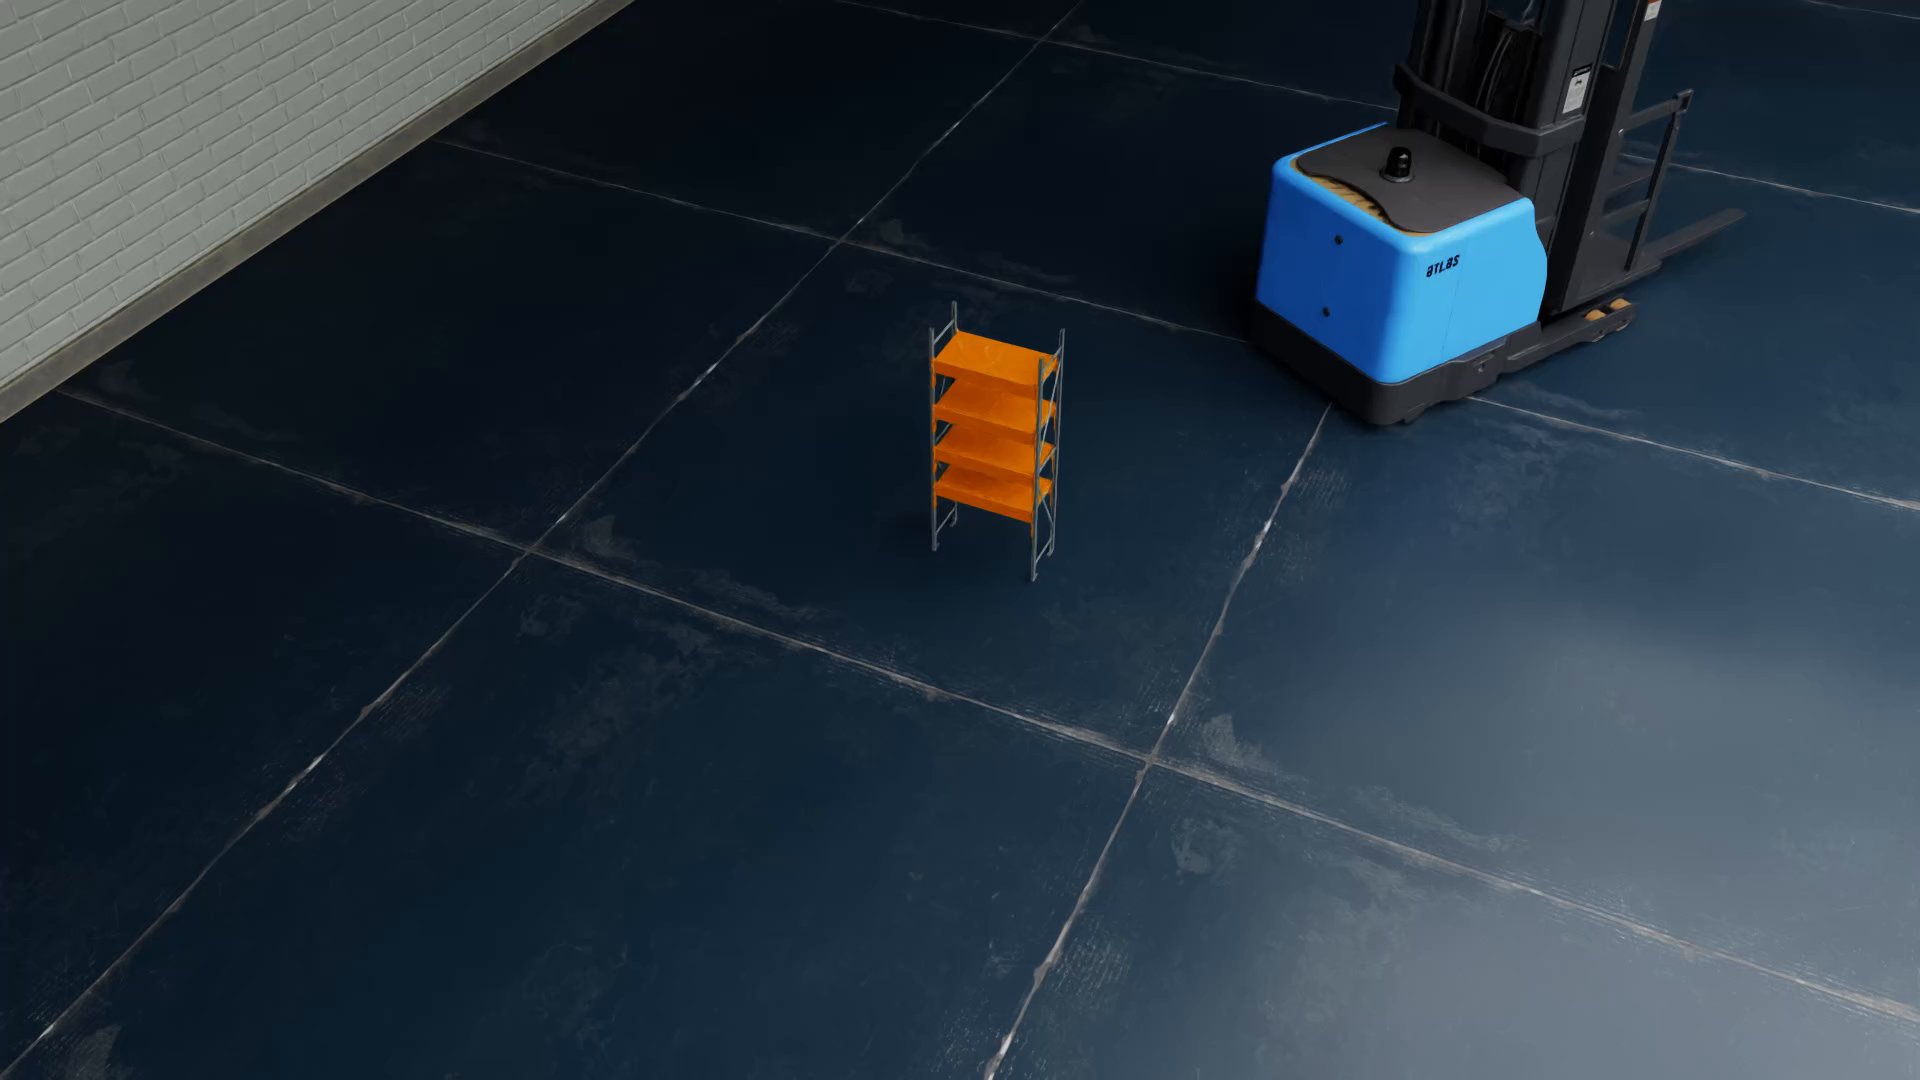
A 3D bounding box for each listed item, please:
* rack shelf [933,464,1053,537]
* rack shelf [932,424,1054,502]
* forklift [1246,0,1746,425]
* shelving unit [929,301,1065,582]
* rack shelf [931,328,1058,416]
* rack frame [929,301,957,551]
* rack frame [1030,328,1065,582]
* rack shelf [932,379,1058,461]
[{"bbox_3d":[0.150,-0.207,7.362,0.480,0.148,0.258,17,44,19],"label":"rack shelf"},{"bbox_3d":[0.150,-0.357,7.232,0.480,0.148,0.258,17,44,19],"label":"rack shelf"},{"bbox_3d":[3.020,-2.427,8.197,3.031,2.935,1.130,-24,46,-25],"label":"forklift"},{"bbox_3d":[0.150,-0.408,7.188,0.503,1.200,0.258,17,44,19],"label":"shelving unit"},{"bbox_3d":[0.150,-0.704,6.931,0.480,0.148,0.258,17,44,19],"label":"rack shelf"},{"bbox_3d":[-0.071,-0.475,7.266,0.015,1.200,0.240,17,44,19],"label":"rack frame"},{"bbox_3d":[0.371,-0.340,7.110,0.015,1.200,0.240,17,44,19],"label":"rack frame"},{"bbox_3d":[0.150,-0.526,7.086,0.480,0.148,0.258,17,44,19],"label":"rack shelf"}]
